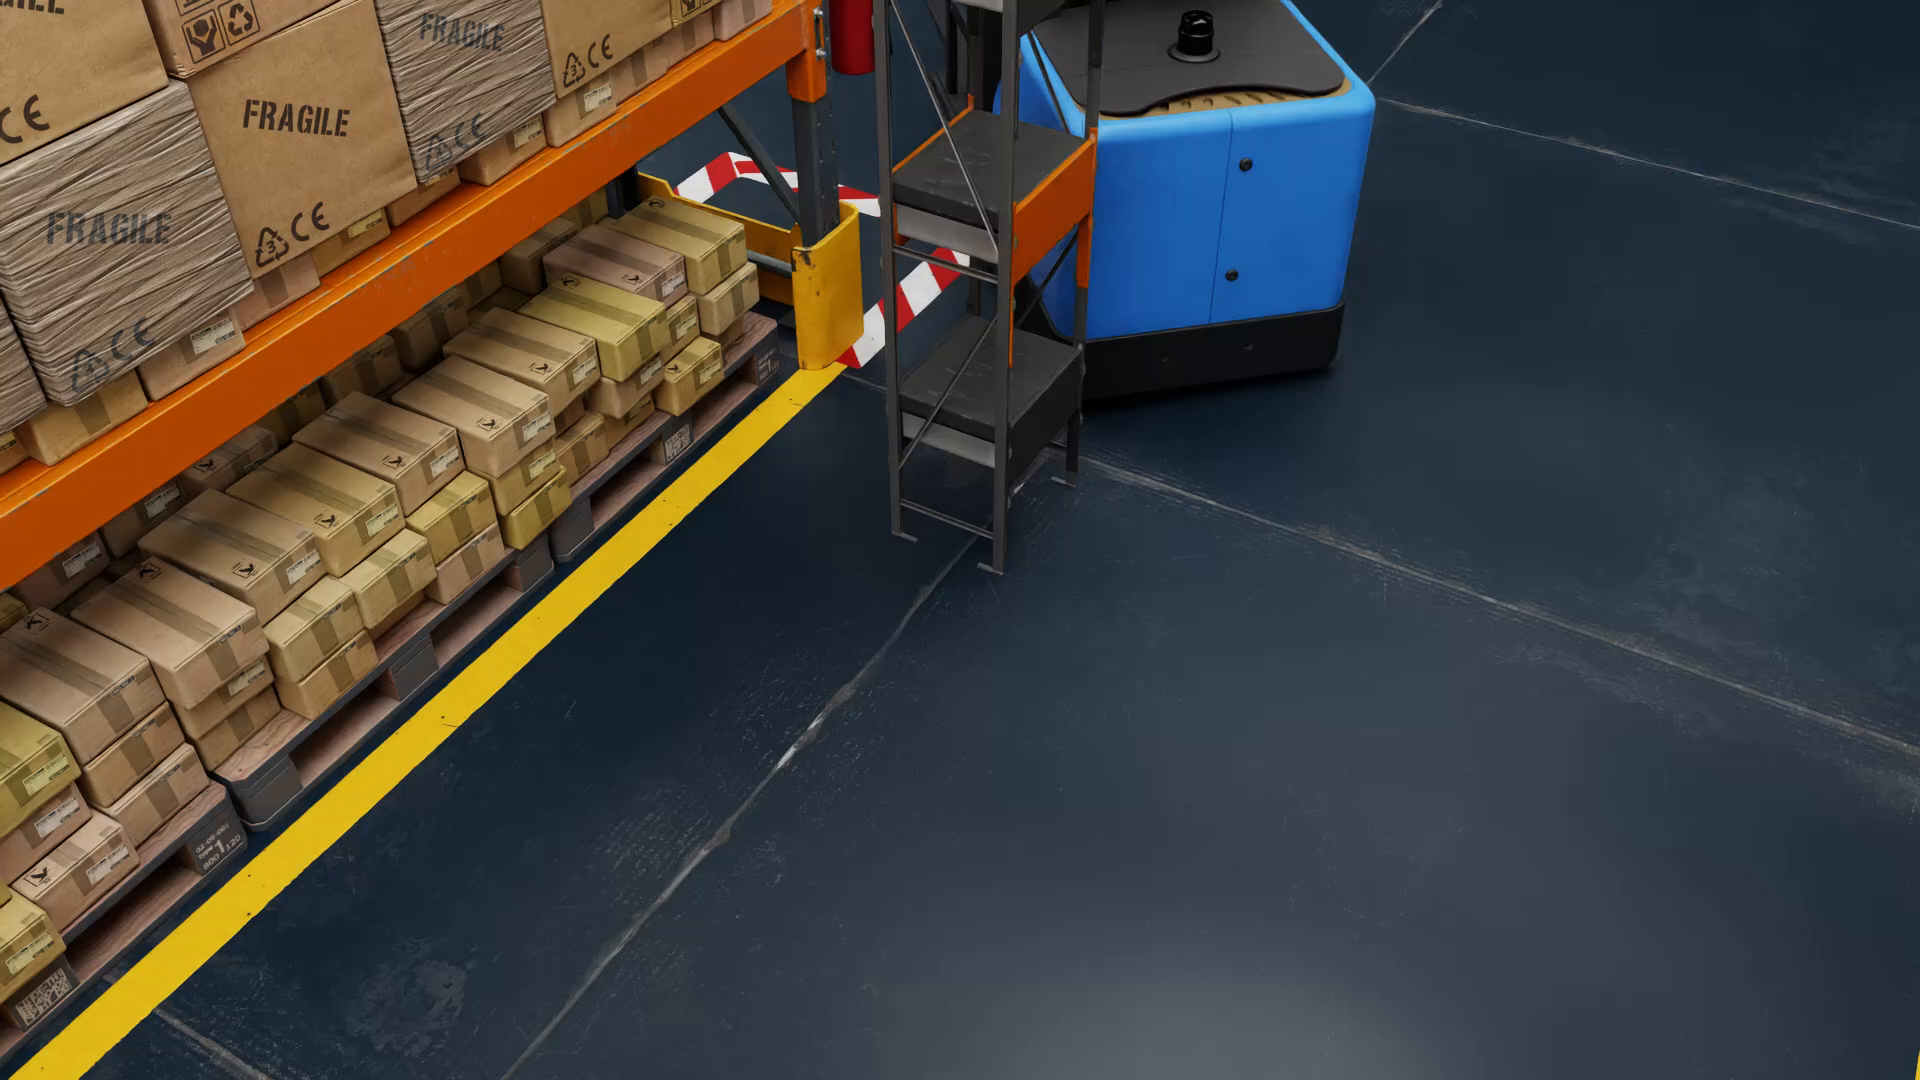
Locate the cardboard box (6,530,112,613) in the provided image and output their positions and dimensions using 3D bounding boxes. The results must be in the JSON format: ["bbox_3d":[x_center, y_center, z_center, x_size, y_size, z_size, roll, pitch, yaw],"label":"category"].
[{"bbox_3d":[-2.467,0.027,4.339,0.380,0.149,0.250,19,45,20],"label":"cardboard box"}]

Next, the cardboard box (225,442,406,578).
[{"bbox_3d":[-1.729,-0.085,4.466,0.380,0.149,0.250,21,46,22],"label":"cardboard box"}]

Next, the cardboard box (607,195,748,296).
[{"bbox_3d":[-0.928,-0.973,5.474,0.380,0.149,0.250,21,46,23],"label":"cardboard box"}]

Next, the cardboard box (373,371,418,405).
[{"bbox_3d":[-1.872,-0.432,5.085,0.380,0.149,0.250,19,45,20],"label":"cardboard box"}]

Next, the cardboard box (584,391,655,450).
[{"bbox_3d":[-1.214,-0.463,5.345,0.380,0.149,0.250,21,45,22],"label":"cardboard box"}]

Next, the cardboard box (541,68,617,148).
[{"bbox_3d":[-1.178,-1.242,4.581,0.380,0.149,0.250,22,46,23],"label":"cardboard box"}]

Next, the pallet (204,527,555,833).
[{"bbox_3d":[-1.970,0.190,4.875,1.003,0.211,1.213,21,45,22],"label":"pallet"}]

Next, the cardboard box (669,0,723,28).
[{"bbox_3d":[-0.885,-1.856,4.787,0.500,0.500,0.500,22,46,23],"label":"cardboard box"}]

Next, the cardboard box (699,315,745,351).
[{"bbox_3d":[-0.966,-0.766,5.690,0.380,0.149,0.250,22,46,23],"label":"cardboard box"}]

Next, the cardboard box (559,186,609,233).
[{"bbox_3d":[-1.439,-1.172,5.701,0.380,0.149,0.250,19,45,20],"label":"cardboard box"}]

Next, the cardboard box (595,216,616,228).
[{"bbox_3d":[-1.367,-1.033,5.768,0.380,0.149,0.250,23,46,24],"label":"cardboard box"}]

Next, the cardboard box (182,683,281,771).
[{"bbox_3d":[-2.023,0.411,4.353,0.380,0.149,0.250,19,45,20],"label":"cardboard box"}]

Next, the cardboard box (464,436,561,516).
[{"bbox_3d":[-1.406,-0.253,4.882,0.380,0.149,0.250,22,46,23],"label":"cardboard box"}]

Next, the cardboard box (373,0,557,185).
[{"bbox_3d":[-1.393,-1.269,4.121,0.500,0.500,0.500,21,46,22],"label":"cardboard box"}]

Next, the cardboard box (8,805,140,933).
[{"bbox_3d":[-2.212,0.739,3.981,0.380,0.149,0.250,21,45,22],"label":"cardboard box"}]

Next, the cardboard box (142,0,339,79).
[{"bbox_3d":[-1.664,-1.335,3.439,0.500,0.500,0.500,19,45,21],"label":"cardboard box"}]

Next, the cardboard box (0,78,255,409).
[{"bbox_3d":[-1.894,-0.671,3.441,0.500,0.500,0.500,20,45,21],"label":"cardboard box"}]

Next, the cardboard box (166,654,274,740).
[{"bbox_3d":[-1.991,0.310,4.242,0.380,0.149,0.250,23,46,24],"label":"cardboard box"}]

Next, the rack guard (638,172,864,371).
[{"bbox_3d":[-0.921,-1.067,6.083,1.175,0.500,0.348,21,45,22],"label":"rack guard"}]

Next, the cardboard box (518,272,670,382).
[{"bbox_3d":[-1.123,-0.658,5.117,0.380,0.149,0.250,20,45,21],"label":"cardboard box"}]

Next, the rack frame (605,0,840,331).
[{"bbox_3d":[-0.883,-2.049,5.307,1.000,3.000,0.127,21,45,22],"label":"rack frame"}]

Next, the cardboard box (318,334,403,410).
[{"bbox_3d":[-1.909,-0.548,4.992,0.380,0.149,0.250,23,46,24],"label":"cardboard box"}]

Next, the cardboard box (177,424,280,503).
[{"bbox_3d":[-2.124,-0.237,4.639,0.380,0.149,0.250,21,46,22],"label":"cardboard box"}]

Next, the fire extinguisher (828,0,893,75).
[{"bbox_3d":[-0.357,-1.871,5.446,0.296,0.674,0.183,21,45,22],"label":"fire extinguisher"}]

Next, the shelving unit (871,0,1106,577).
[{"bbox_3d":[0.083,-0.883,4.664,0.431,2.100,0.503,21,45,22],"label":"shelving unit"}]

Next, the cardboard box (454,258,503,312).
[{"bbox_3d":[-1.710,-0.873,5.361,0.380,0.149,0.250,21,45,22],"label":"cardboard box"}]

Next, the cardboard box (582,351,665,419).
[{"bbox_3d":[-1.158,-0.554,5.223,0.380,0.149,0.250,19,45,20],"label":"cardboard box"}]

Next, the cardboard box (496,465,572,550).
[{"bbox_3d":[-1.399,-0.151,4.991,0.380,0.149,0.250,19,45,20],"label":"cardboard box"}]

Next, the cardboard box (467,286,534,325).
[{"bbox_3d":[-1.599,-0.726,5.419,0.380,0.149,0.250,21,46,23],"label":"cardboard box"}]

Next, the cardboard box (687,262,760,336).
[{"bbox_3d":[-0.900,-0.852,5.562,0.380,0.149,0.250,20,45,21],"label":"cardboard box"}]

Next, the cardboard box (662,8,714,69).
[{"bbox_3d":[-0.958,-1.544,4.924,0.380,0.149,0.250,21,45,22],"label":"cardboard box"}]

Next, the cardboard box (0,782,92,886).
[{"bbox_3d":[-2.286,0.613,3.898,0.380,0.149,0.250,21,45,22],"label":"cardboard box"}]

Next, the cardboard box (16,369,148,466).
[{"bbox_3d":[-1.983,-0.338,3.554,0.380,0.149,0.250,22,46,23],"label":"cardboard box"}]

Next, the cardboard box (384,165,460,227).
[{"bbox_3d":[-1.522,-0.966,4.268,0.380,0.149,0.250,19,45,20],"label":"cardboard box"}]

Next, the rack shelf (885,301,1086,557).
[{"bbox_3d":[0.083,-0.347,5.135,0.431,0.518,0.480,21,45,22],"label":"rack shelf"}]

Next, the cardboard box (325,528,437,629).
[{"bbox_3d":[-1.665,0.054,4.533,0.380,0.149,0.250,21,46,22],"label":"cardboard box"}]

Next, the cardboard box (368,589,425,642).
[{"bbox_3d":[-1.745,0.119,4.685,0.380,0.149,0.250,22,46,23],"label":"cardboard box"}]

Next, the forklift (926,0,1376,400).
[{"bbox_3d":[0.508,-2.561,5.941,1.130,2.935,3.031,-9,42,-10],"label":"forklift"}]

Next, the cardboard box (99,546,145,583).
[{"bbox_3d":[-2.286,0.027,4.564,0.380,0.149,0.250,19,45,20],"label":"cardboard box"}]

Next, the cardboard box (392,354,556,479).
[{"bbox_3d":[-1.394,-0.359,4.777,0.380,0.149,0.250,23,46,24],"label":"cardboard box"}]

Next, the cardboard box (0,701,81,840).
[{"bbox_3d":[-2.260,0.502,3.800,0.380,0.149,0.250,20,45,21],"label":"cardboard box"}]

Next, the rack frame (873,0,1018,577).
[{"bbox_3d":[-0.039,-0.743,4.505,0.400,2.100,0.015,21,45,22],"label":"rack frame"}]

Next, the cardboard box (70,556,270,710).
[{"bbox_3d":[-1.951,0.226,4.113,0.380,0.149,0.250,22,46,23],"label":"cardboard box"}]

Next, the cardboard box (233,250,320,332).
[{"bbox_3d":[-1.749,-0.658,3.917,0.380,0.149,0.250,23,46,24],"label":"cardboard box"}]
